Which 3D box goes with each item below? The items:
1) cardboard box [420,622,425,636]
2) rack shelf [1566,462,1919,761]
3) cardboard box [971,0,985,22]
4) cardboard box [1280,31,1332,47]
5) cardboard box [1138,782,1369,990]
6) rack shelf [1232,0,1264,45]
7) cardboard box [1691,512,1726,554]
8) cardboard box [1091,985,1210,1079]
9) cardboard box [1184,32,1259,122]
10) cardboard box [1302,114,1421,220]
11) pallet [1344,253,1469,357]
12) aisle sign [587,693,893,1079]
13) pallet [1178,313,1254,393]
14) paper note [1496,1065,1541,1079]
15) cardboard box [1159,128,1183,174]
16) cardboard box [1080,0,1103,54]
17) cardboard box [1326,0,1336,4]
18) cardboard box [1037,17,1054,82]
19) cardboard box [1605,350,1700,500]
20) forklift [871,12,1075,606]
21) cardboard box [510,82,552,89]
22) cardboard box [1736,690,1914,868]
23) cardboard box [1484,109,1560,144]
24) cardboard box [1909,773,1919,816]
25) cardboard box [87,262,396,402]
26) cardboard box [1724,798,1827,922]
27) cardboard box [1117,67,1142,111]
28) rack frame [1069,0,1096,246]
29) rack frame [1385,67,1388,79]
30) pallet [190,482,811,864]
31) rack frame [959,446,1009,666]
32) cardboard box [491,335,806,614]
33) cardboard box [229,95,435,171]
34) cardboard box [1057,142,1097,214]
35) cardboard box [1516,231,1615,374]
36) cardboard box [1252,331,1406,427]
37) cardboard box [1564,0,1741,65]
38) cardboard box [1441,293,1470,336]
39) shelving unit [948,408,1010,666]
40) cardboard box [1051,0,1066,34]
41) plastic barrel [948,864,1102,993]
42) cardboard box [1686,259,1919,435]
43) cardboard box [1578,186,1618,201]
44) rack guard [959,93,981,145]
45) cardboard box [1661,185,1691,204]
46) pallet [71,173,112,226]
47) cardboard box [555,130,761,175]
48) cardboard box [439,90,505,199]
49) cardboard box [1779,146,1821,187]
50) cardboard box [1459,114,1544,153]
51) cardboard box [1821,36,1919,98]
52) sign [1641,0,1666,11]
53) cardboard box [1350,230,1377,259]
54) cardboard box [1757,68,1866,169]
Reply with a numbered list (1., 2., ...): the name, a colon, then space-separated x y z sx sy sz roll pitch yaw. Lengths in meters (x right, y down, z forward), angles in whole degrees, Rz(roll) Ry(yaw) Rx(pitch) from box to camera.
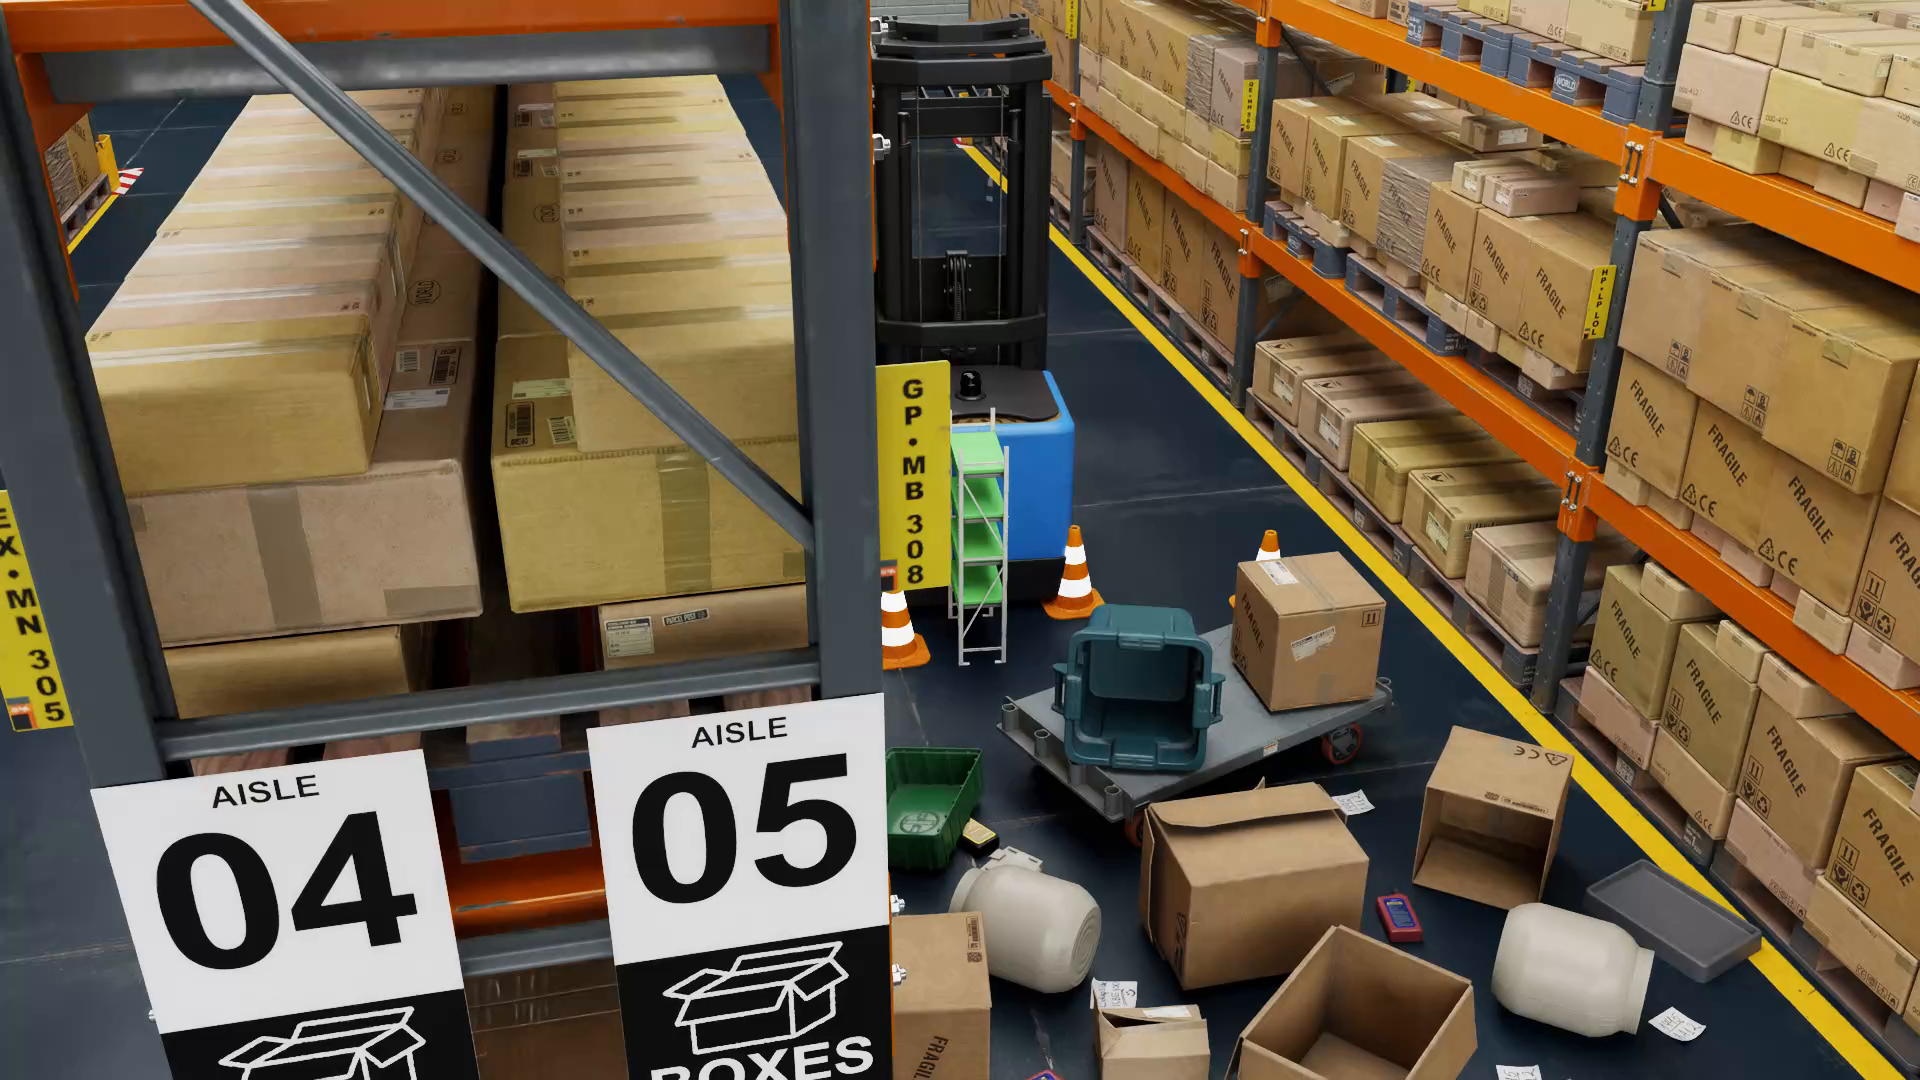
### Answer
1. cardboard box: -1.065 0.058 2.679 0.380 0.149 0.250 -6 27 -11
2. rack shelf: 3.745 0.635 5.961 1.077 0.370 4.000 -6 27 -12
3. cardboard box: 0.419 -5.637 17.478 0.500 0.500 0.500 -6 27 -12
4. cardboard box: 2.399 -3.269 11.677 0.500 0.500 0.500 -6 27 -11
5. cardboard box: 1.115 1.322 6.421 0.797 0.637 0.503 -6 27 -12
6. rack shelf: 1.942 -4.216 12.243 1.077 0.370 4.000 -6 27 -12
7. cardboard box: 3.250 -0.062 6.822 0.380 0.149 0.250 -6 27 -12
8. cardboard box: 0.676 1.771 5.946 0.396 0.266 0.258 -1 27 -3
9. cardboard box: 1.898 -3.236 11.611 0.500 0.500 0.500 -5 27 -11
10. cardboard box: 2.393 -2.236 9.943 0.500 0.500 0.500 -5 27 -9
11. pallet: 2.879 -1.369 9.347 1.003 0.211 1.213 -6 27 -12
12. aisle sign: -0.296 0.579 2.388 0.394 0.787 0.004 -6 27 -12
13. pallet: 2.289 -1.429 12.347 1.003 0.211 1.213 -6 27 -12
14. paper note: 1.998 1.922 5.921 0.148 0.019 0.142 3 27 6
15. cardboard box: 1.798 -2.894 12.321 0.500 0.250 0.500 -6 27 -12
16. cardboard box: 1.311 -4.345 13.808 0.500 0.500 0.500 -6 27 -11
17. cardboard box: 2.356 -3.331 9.842 0.396 0.266 0.258 -6 27 -12
18. cardboard box: 1.017 -4.524 15.272 0.500 0.500 0.500 -7 28 -13
19. cardboard box: 3.122 -0.520 7.010 0.500 0.500 0.500 -6 27 -12
20. forklift: -0.071 -1.588 9.643 1.130 2.935 3.031 -3 27 -6
21. cardboard box: -1.031 -1.242 4.812 0.500 0.250 0.500 -6 27 -12
22. cardboard box: 3.412 0.889 6.412 0.500 0.500 0.500 -5 27 -9
23. cardboard box: 5.860 -4.296 17.241 0.700 0.500 0.500 -7 28 -14
24. cardboard box: 3.502 0.902 5.668 0.380 0.149 0.250 -5 27 -9
25. cardboard box: -1.065 -0.299 2.501 0.380 0.149 0.250 -6 27 -11
26. cardboard box: 3.418 1.228 6.573 0.500 0.250 0.500 -6 27 -12
27. cardboard box: 1.549 -3.560 13.086 0.500 0.250 0.500 -6 27 -11
28. rack frame: 1.492 -4.076 14.496 1.000 3.000 0.127 -6 27 -12
29. rack frame: 5.425 -6.338 18.977 1.000 3.000 0.127 -6 27 -12
30. pallet: -0.781 0.115 2.963 1.003 0.211 1.213 -6 27 -12
31. rack frame: 0.114 0.095 8.230 0.240 1.200 0.015 -3 27 -6
32. cardboard box: -0.463 -0.136 2.621 0.500 0.250 0.500 -6 27 -12
33. cardboard box: -1.354 -0.859 3.611 0.380 0.149 0.250 -6 27 -11
34. cardboard box: 1.455 -3.406 15.547 0.875 0.438 0.875 -6 27 -12
35. cardboard box: 2.967 -1.108 7.710 0.500 0.500 0.500 -6 27 -13
36. cardboard box: 2.511 -1.085 11.021 0.950 0.372 0.625 -8 28 -15
37. cardboard box: 3.022 -2.265 7.280 0.500 0.250 0.500 -6 28 -13
38. cardboard box: 2.713 -1.176 8.563 0.380 0.149 0.250 -6 27 -11
39. shelving unit: 0.085 -0.014 8.446 0.258 1.200 0.503 -3 27 -6
40. cardboard box: 1.116 -4.746 14.603 0.500 0.500 0.500 -6 27 -12
41. plastic barrel: 0.245 1.475 6.357 0.512 0.421 0.421 13 30 24
42. cardboard box: 3.276 -0.746 6.348 0.700 0.500 0.500 -6 27 -11
43. cardboard box: 3.257 -1.602 8.688 0.500 0.500 0.500 -6 27 -12
44. rack guard: 0.585 -4.727 18.560 1.175 0.500 0.348 -6 27 -12
45. cardboard box: 6.454 -2.966 14.605 0.500 0.500 0.500 -7 28 -13
46. pallet: -8.808 -3.238 15.930 1.003 0.211 1.213 -6 27 -12
47. cardboard box: -0.597 -0.701 3.298 0.380 0.149 0.250 -6 27 -12
48. cardboard box: -1.439 -0.968 4.269 0.500 0.250 0.500 -6 27 -12
49. cardboard box: 3.294 -1.411 6.166 0.380 0.149 0.250 -6 27 -12
50. cardboard box: 3.037 -2.285 9.321 0.380 0.149 0.250 -7 28 -14
51. cardboard box: 3.218 -1.629 5.714 0.380 0.149 0.250 -6 27 -12
52. sign: 2.755 -2.252 6.542 0.100 0.325 0.005 -6 27 -12
53. cardboard box: 2.505 -1.761 9.722 0.380 0.149 0.250 -4 27 -9
54. cardboard box: 3.252 -1.522 5.945 0.500 0.250 0.500 -6 27 -12
